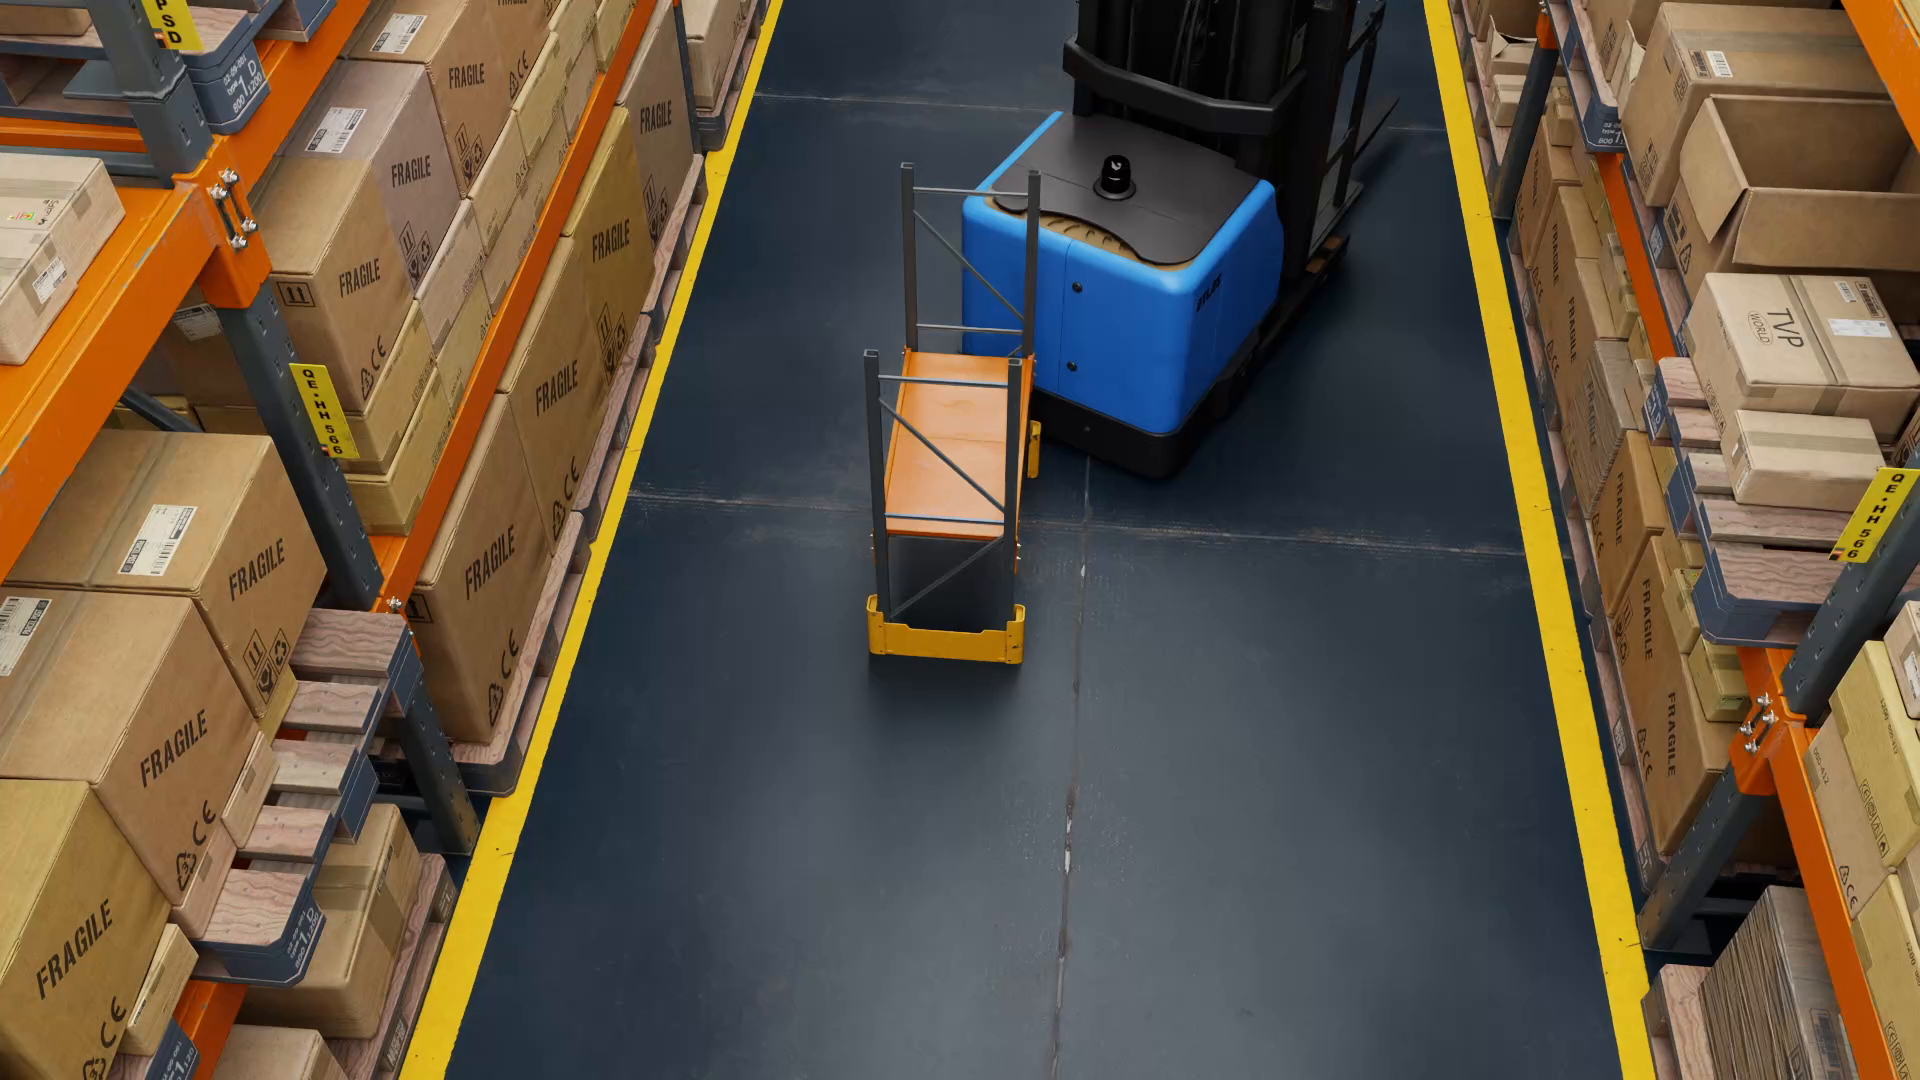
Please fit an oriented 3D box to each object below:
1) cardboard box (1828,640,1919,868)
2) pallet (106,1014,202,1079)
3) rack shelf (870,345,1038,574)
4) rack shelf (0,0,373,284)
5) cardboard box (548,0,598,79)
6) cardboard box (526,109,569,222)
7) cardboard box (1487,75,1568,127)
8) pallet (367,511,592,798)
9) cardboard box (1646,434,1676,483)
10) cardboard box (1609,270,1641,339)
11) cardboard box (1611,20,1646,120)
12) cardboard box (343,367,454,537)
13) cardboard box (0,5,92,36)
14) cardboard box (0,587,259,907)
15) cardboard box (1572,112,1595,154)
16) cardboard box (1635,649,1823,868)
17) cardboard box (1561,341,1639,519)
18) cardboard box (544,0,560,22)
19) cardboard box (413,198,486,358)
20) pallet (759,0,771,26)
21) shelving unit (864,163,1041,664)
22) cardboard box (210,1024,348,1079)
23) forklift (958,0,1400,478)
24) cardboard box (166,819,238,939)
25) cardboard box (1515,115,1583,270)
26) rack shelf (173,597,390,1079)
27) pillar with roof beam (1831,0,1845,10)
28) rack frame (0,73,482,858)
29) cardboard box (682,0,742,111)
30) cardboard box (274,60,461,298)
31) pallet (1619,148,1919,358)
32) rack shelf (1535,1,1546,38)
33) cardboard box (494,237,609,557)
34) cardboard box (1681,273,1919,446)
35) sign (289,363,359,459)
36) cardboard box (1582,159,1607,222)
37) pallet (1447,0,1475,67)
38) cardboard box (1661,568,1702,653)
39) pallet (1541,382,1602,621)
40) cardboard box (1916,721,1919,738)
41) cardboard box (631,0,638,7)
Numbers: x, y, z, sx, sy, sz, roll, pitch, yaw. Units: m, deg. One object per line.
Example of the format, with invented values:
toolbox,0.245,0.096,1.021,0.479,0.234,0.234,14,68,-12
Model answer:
cardboard box,2.454,0.527,3.998,0.500,0.250,0.500,4,48,3
pallet,-2.321,1.528,3.450,1.003,0.211,1.213,4,48,4
rack shelf,-0.008,-0.322,6.272,0.538,0.185,1.000,4,48,4
rack shelf,-1.999,-2.234,5.215,1.077,0.370,4.000,4,48,4
cardboard box,-1.694,-1.963,6.275,0.500,0.250,0.500,5,48,4
cardboard box,-1.761,-1.413,6.111,0.500,0.250,0.500,4,48,4
cardboard box,2.885,-2.211,8.387,0.380,0.149,0.250,3,48,2
pallet,-2.034,0.373,6.266,1.003,0.211,1.213,4,48,4
cardboard box,2.709,-0.328,5.987,0.380,0.149,0.250,3,48,3
cardboard box,2.773,-0.910,6.519,0.380,0.149,0.250,5,48,5
cardboard box,2.618,-1.704,6.082,0.396,0.266,0.258,6,48,5
cardboard box,-1.886,-0.286,5.081,0.500,0.250,0.500,3,48,3
cardboard box,-2.297,-1.470,3.675,0.797,0.503,0.637,1,48,1
cardboard box,-1.982,0.463,3.740,0.500,0.500,0.500,3,48,3
cardboard box,2.853,-1.780,7.114,0.380,0.149,0.250,2,48,2
cardboard box,2.587,0.713,5.474,0.500,0.500,0.500,5,48,5
cardboard box,2.717,-0.421,6.512,0.500,0.500,0.500,2,48,2
cardboard box,-1.713,-2.208,5.991,0.500,0.500,0.500,5,48,5
cardboard box,-1.841,-0.848,5.256,0.500,0.250,0.500,5,48,4
pallet,-1.561,-3.445,9.758,1.003,0.211,1.213,4,48,4
shelving unit,-0.007,-0.450,6.145,0.587,1.500,1.083,4,48,4
cardboard box,-2.302,1.708,4.651,0.950,0.372,0.625,3,48,3
forklift,1.190,-2.323,6.889,1.130,2.935,3.031,24,52,21
cardboard box,-1.938,0.780,3.890,0.380,0.149,0.250,2,48,2
cardboard box,2.859,-1.560,7.554,0.500,0.500,0.500,6,48,5
rack shelf,-2.363,1.718,3.633,1.077,0.370,4.000,4,48,4
pillar with roof beam,-0.199,-5.368,5.561,9.100,9.000,0.400,4,48,4
rack frame,-2.181,0.006,4.712,1.000,3.000,0.127,4,48,4
cardboard box,-1.652,-2.665,8.606,0.875,0.438,0.875,3,48,3
cardboard box,-1.857,-1.077,4.957,0.500,0.500,0.500,4,48,4
pallet,2.935,-1.028,5.787,1.003,0.211,1.213,4,48,4
rack shelf,3.309,-3.829,8.707,1.077,0.370,4.000,4,48,4
cardboard box,-1.950,-0.576,6.399,0.875,0.875,0.875,4,48,4
cardboard box,2.536,-0.551,5.039,0.500,0.250,0.500,2,48,2
sign,-1.640,-0.329,4.287,0.100,0.325,0.005,4,48,4
cardboard box,2.869,-1.476,7.037,0.380,0.149,0.250,2,48,2
pallet,3.299,-3.065,9.410,1.003,0.211,1.213,4,48,4
cardboard box,2.549,0.237,5.470,0.380,0.149,0.250,2,48,2
pallet,2.982,-0.162,6.755,1.003,0.211,1.213,4,48,4
cardboard box,2.417,0.495,3.757,0.380,0.149,0.250,5,48,4
cardboard box,-1.606,-2.536,7.139,0.500,0.250,0.500,3,48,3
